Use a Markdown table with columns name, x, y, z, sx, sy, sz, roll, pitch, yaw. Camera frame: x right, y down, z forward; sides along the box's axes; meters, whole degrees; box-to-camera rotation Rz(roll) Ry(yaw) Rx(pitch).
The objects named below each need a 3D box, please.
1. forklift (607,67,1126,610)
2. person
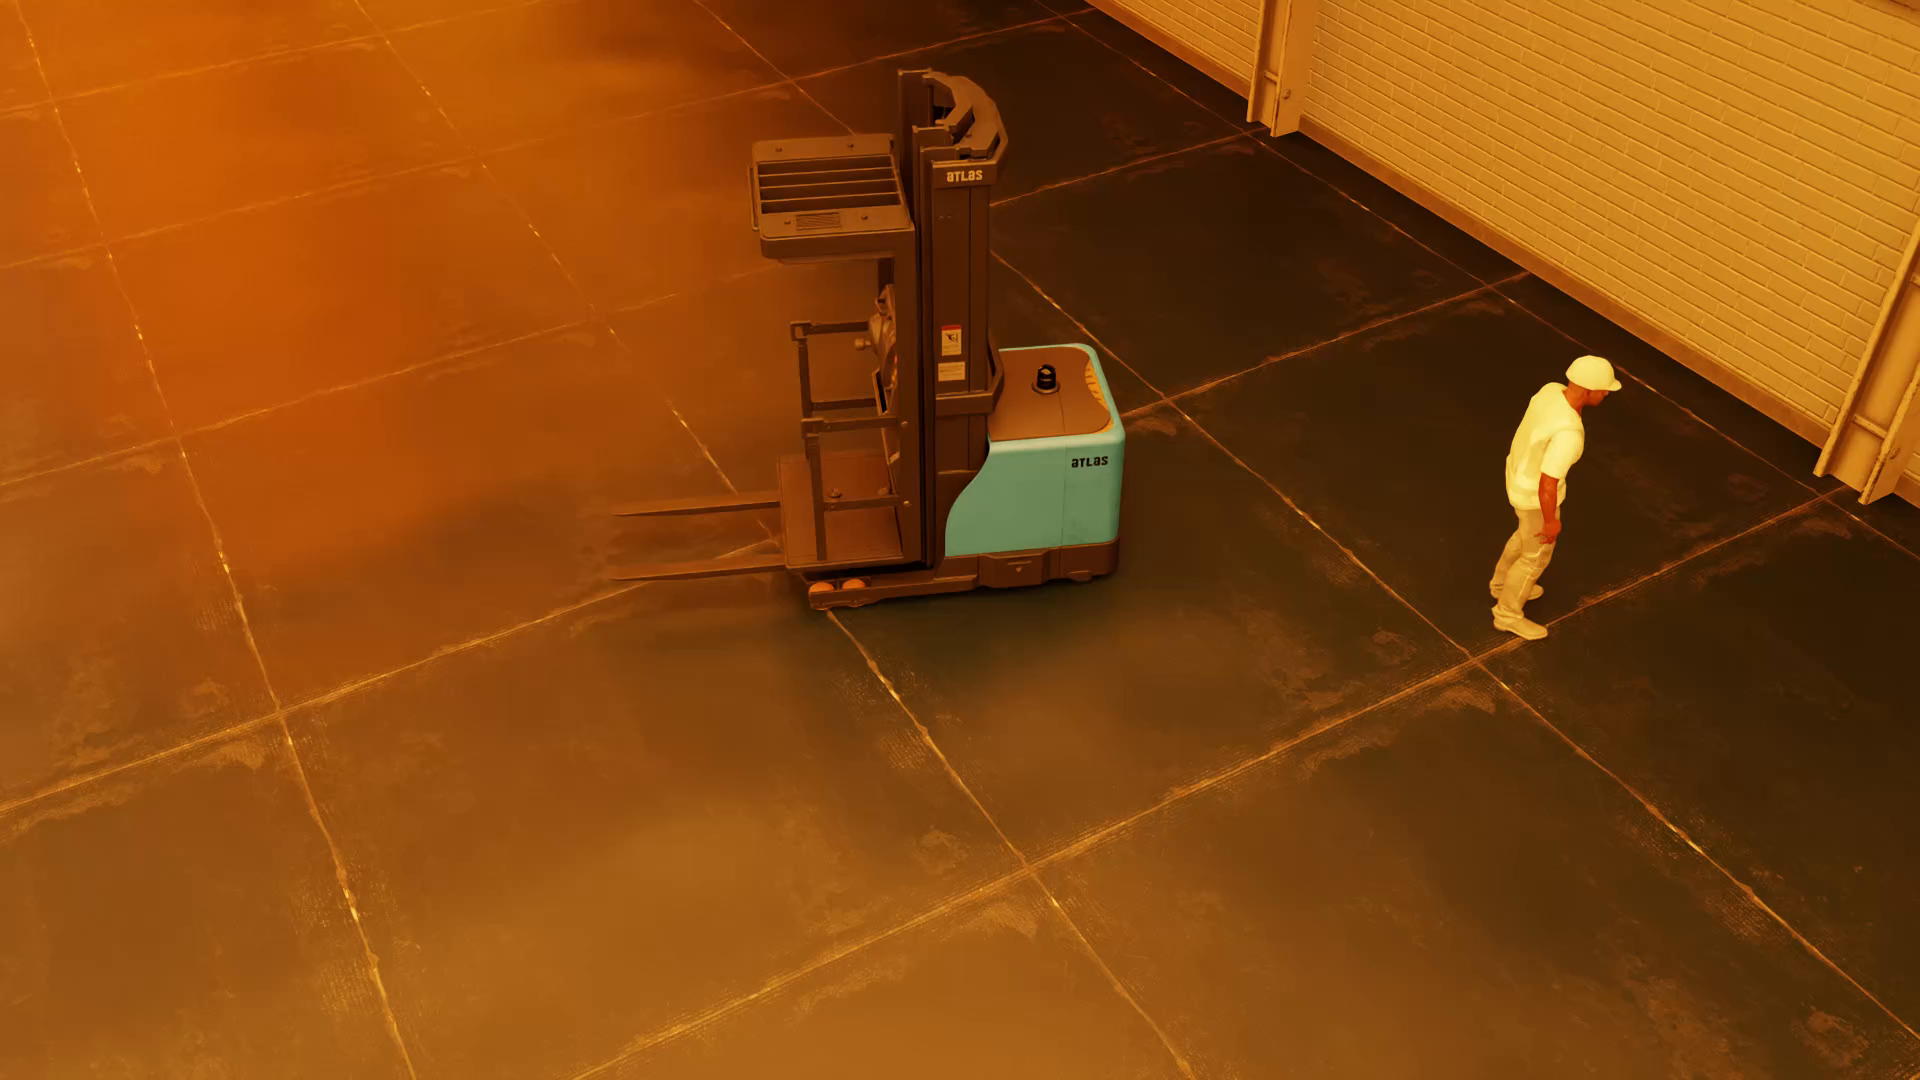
| name | x | y | z | sx | sy | sz | roll | pitch | yaw |
| --- | --- | --- | --- | --- | --- | --- | --- | --- | --- |
| forklift | -0.604 | -1.075 | 9.332 | 3.031 | 2.935 | 1.130 | -5 | 40 | -6 |
| person | 3.270 | -0.271 | 9.287 | 0.462 | 1.755 | 0.626 | 7 | 40 | 8 |
